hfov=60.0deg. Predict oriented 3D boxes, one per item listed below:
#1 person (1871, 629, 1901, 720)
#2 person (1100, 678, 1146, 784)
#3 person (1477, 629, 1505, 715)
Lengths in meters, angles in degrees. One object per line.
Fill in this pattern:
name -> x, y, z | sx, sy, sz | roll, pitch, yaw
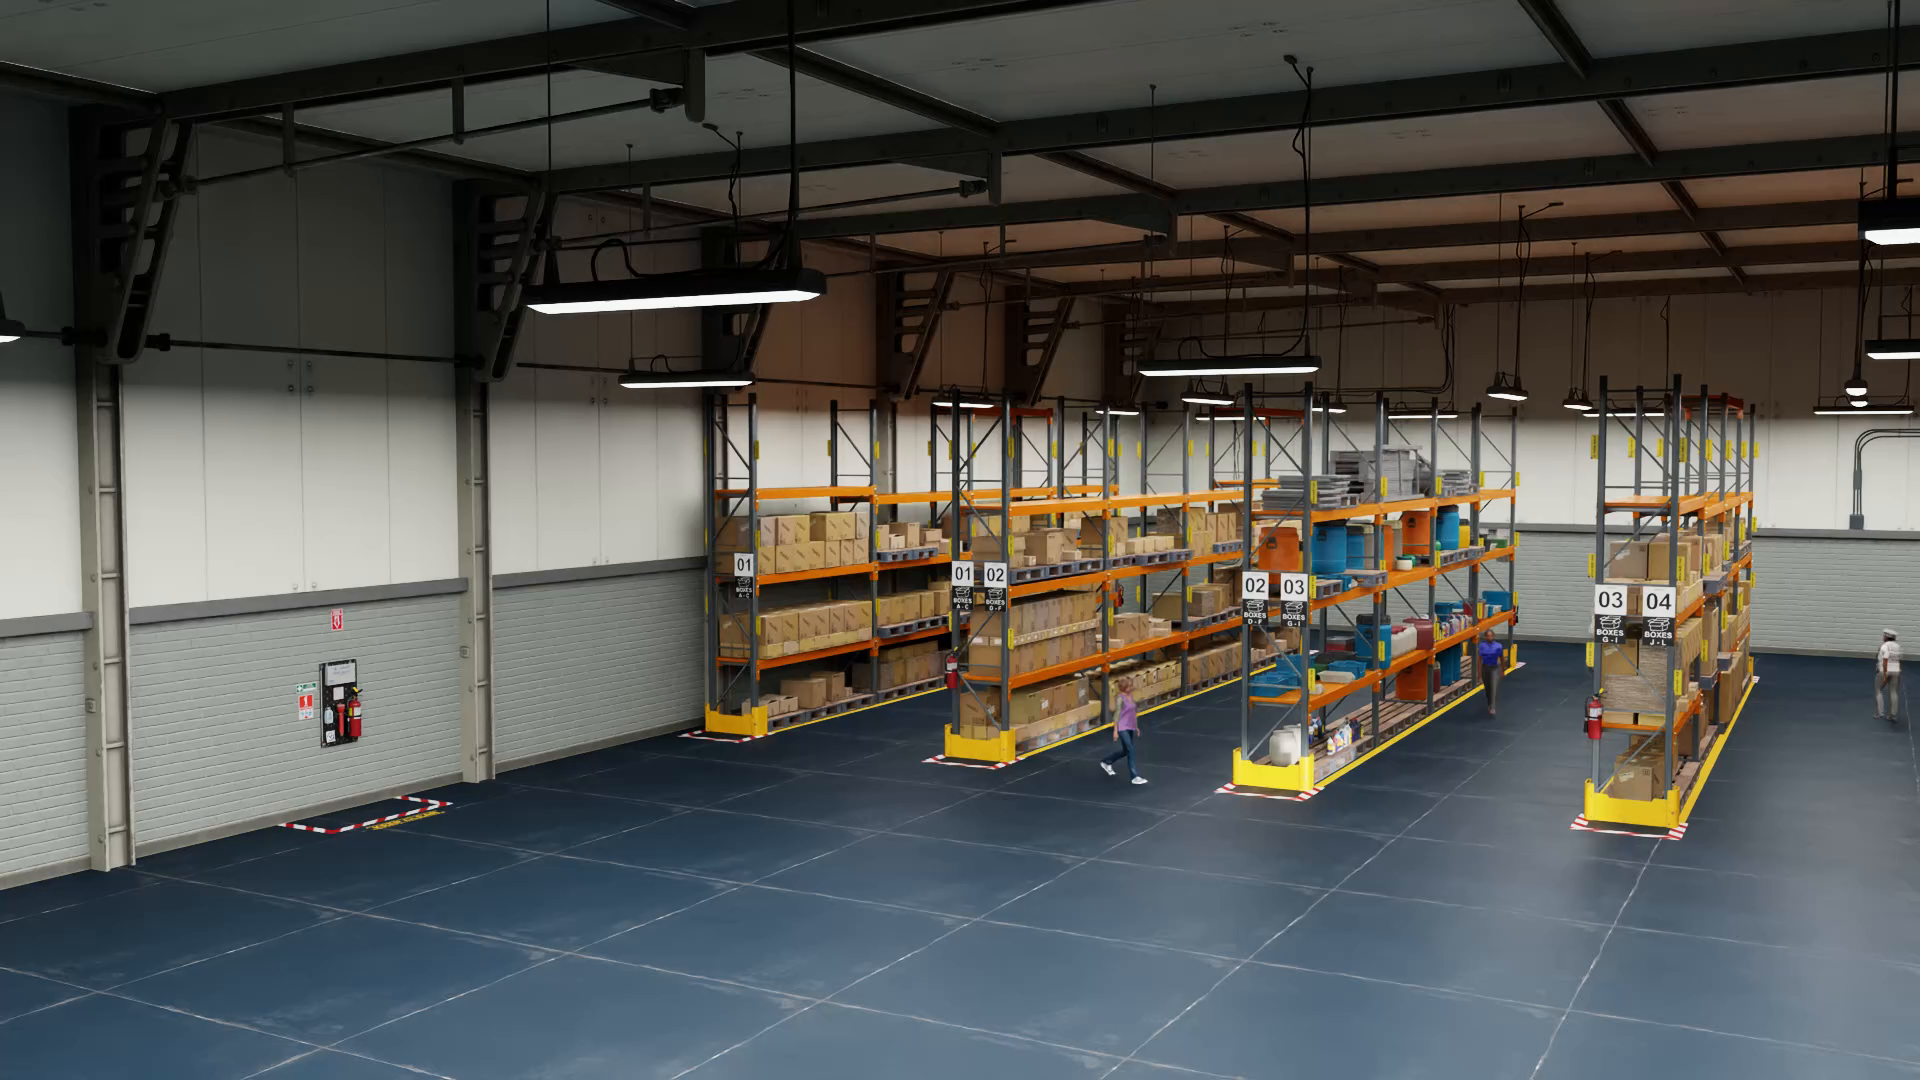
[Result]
person -> 17.255, 2.521, 30.860 | 0.451, 1.724, 0.563 | 0, 3, 7
person -> 2.476, 2.856, 25.080 | 0.869, 1.560, 0.448 | 2, 4, 33
person -> 9.985, 2.480, 31.343 | 0.464, 1.608, 0.993 | 2, 4, 33
